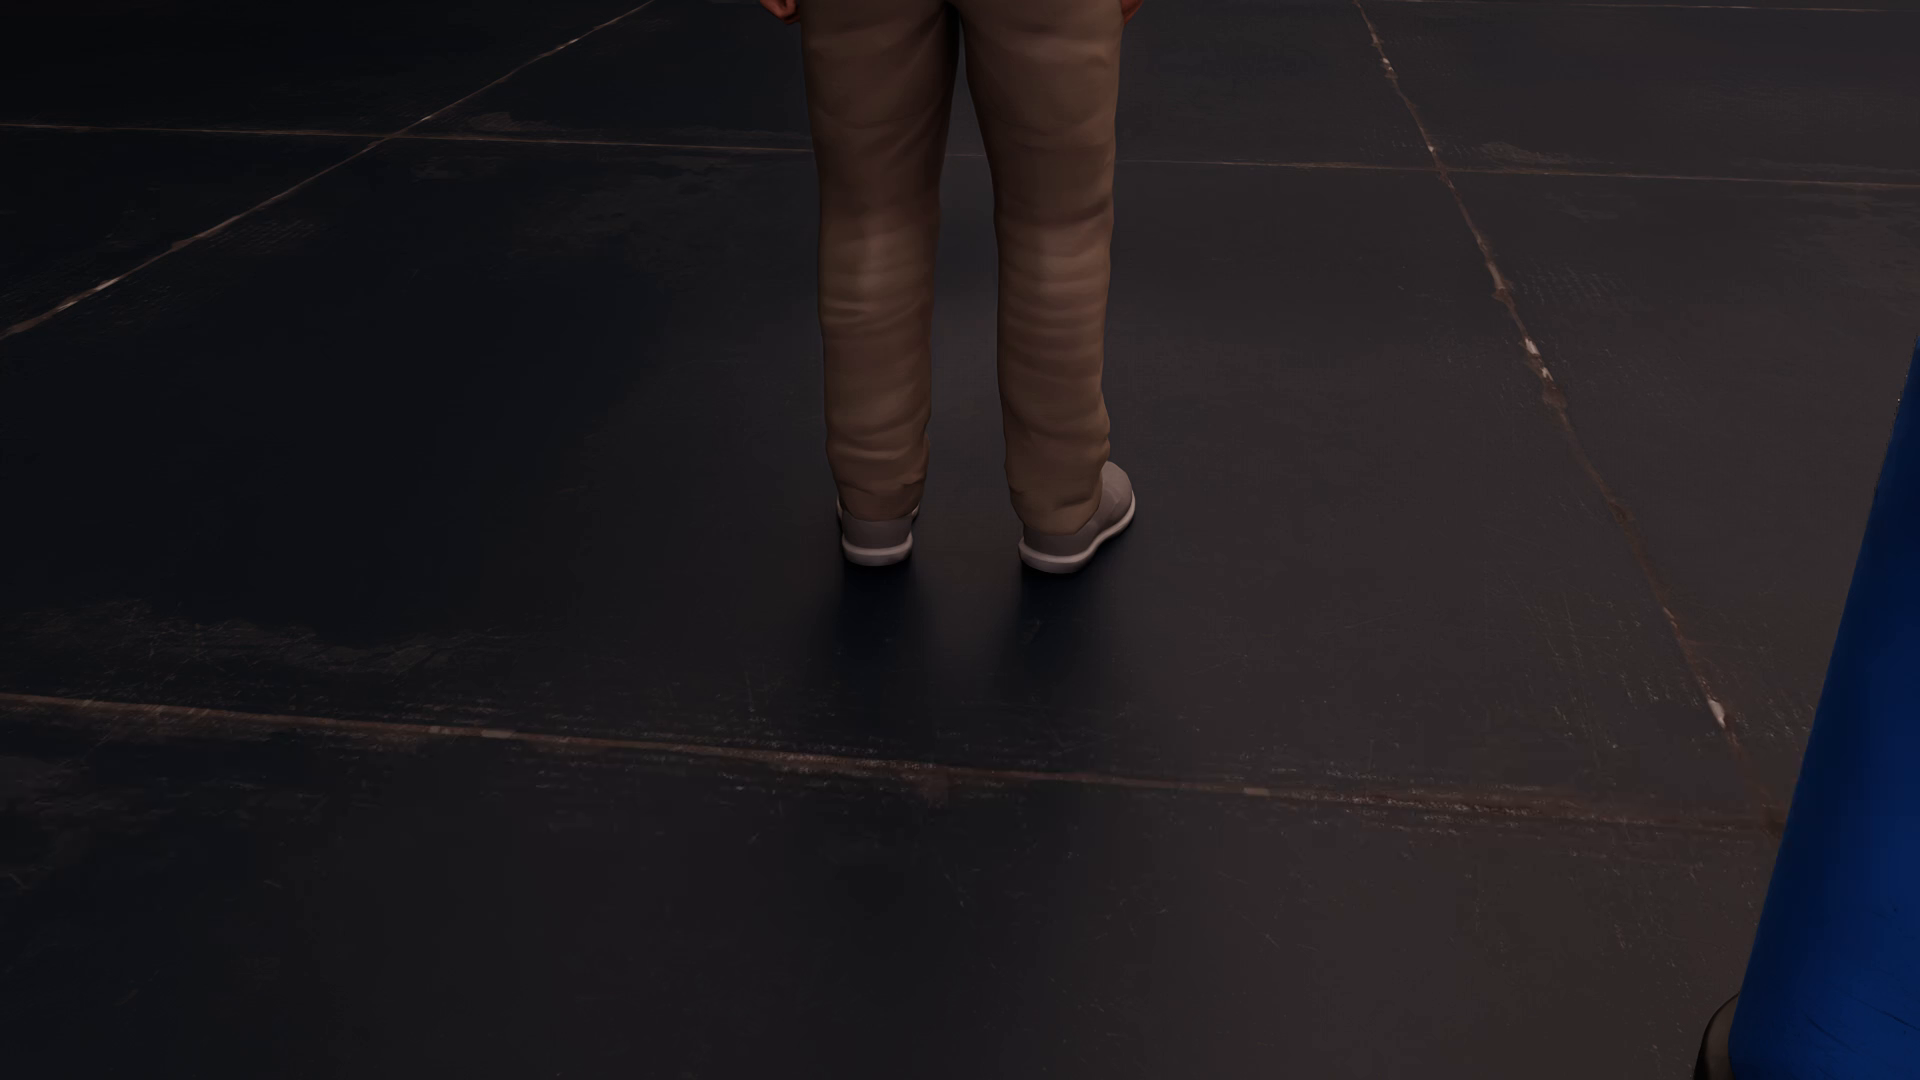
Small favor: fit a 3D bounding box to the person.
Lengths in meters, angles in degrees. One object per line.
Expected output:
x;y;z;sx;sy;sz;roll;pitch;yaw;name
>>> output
-0.004;-0.778;2.130;0.526;1.728;0.385;3;27;7;person
